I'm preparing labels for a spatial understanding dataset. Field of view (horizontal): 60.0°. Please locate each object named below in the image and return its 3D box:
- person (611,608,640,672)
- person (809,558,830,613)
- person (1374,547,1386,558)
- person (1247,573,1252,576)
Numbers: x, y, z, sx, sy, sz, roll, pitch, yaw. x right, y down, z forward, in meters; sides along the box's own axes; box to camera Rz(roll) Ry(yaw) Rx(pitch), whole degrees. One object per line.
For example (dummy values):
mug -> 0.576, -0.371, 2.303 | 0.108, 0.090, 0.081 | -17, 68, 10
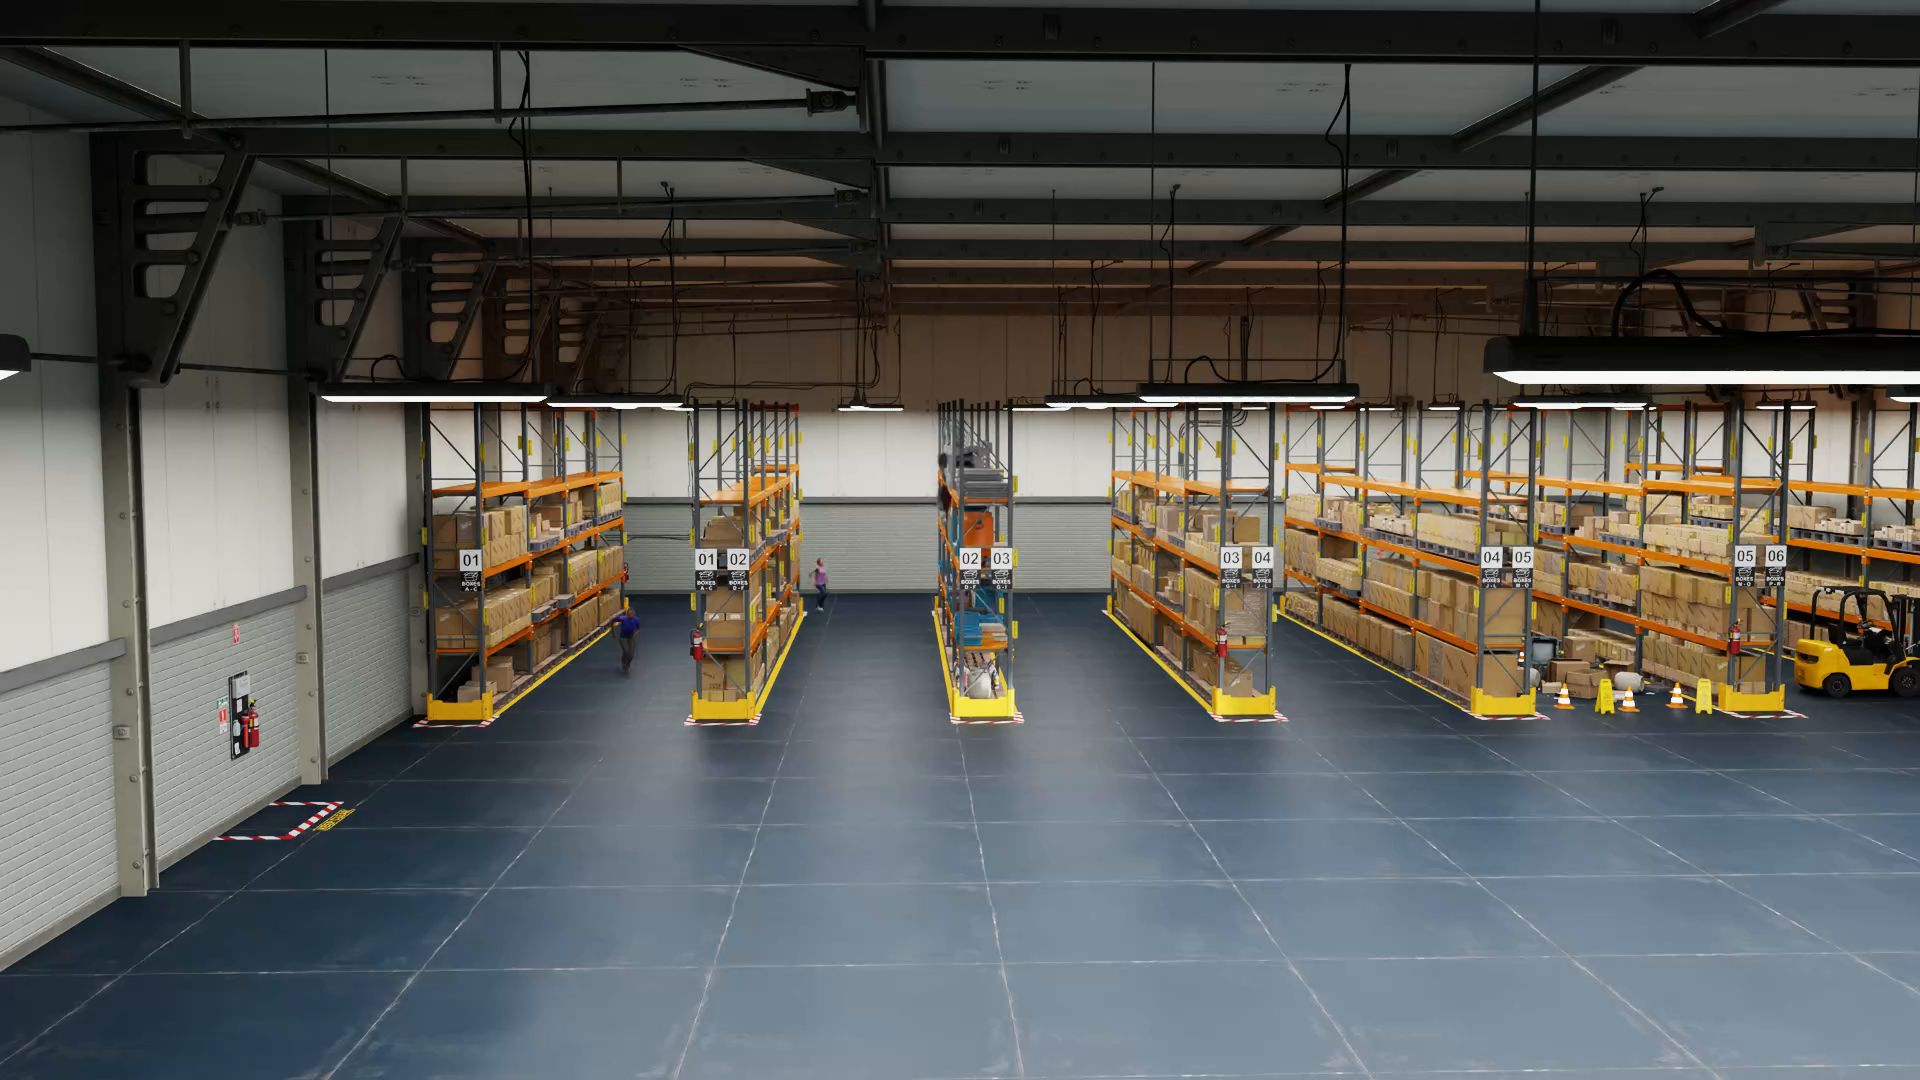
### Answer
person -> -7.343, 2.209, 36.535 | 0.601, 1.486, 0.849 | -2, 5, -27
person -> -4.027, 1.300, 47.914 | 0.539, 1.596, 0.578 | 3, 5, 35
person -> 12.552, 1.027, 50.074 | 0.649, 1.747, 0.642 | -2, 5, -26
person -> 7.985, 1.251, 47.605 | 0.705, 1.716, 0.703 | 3, 5, 33
